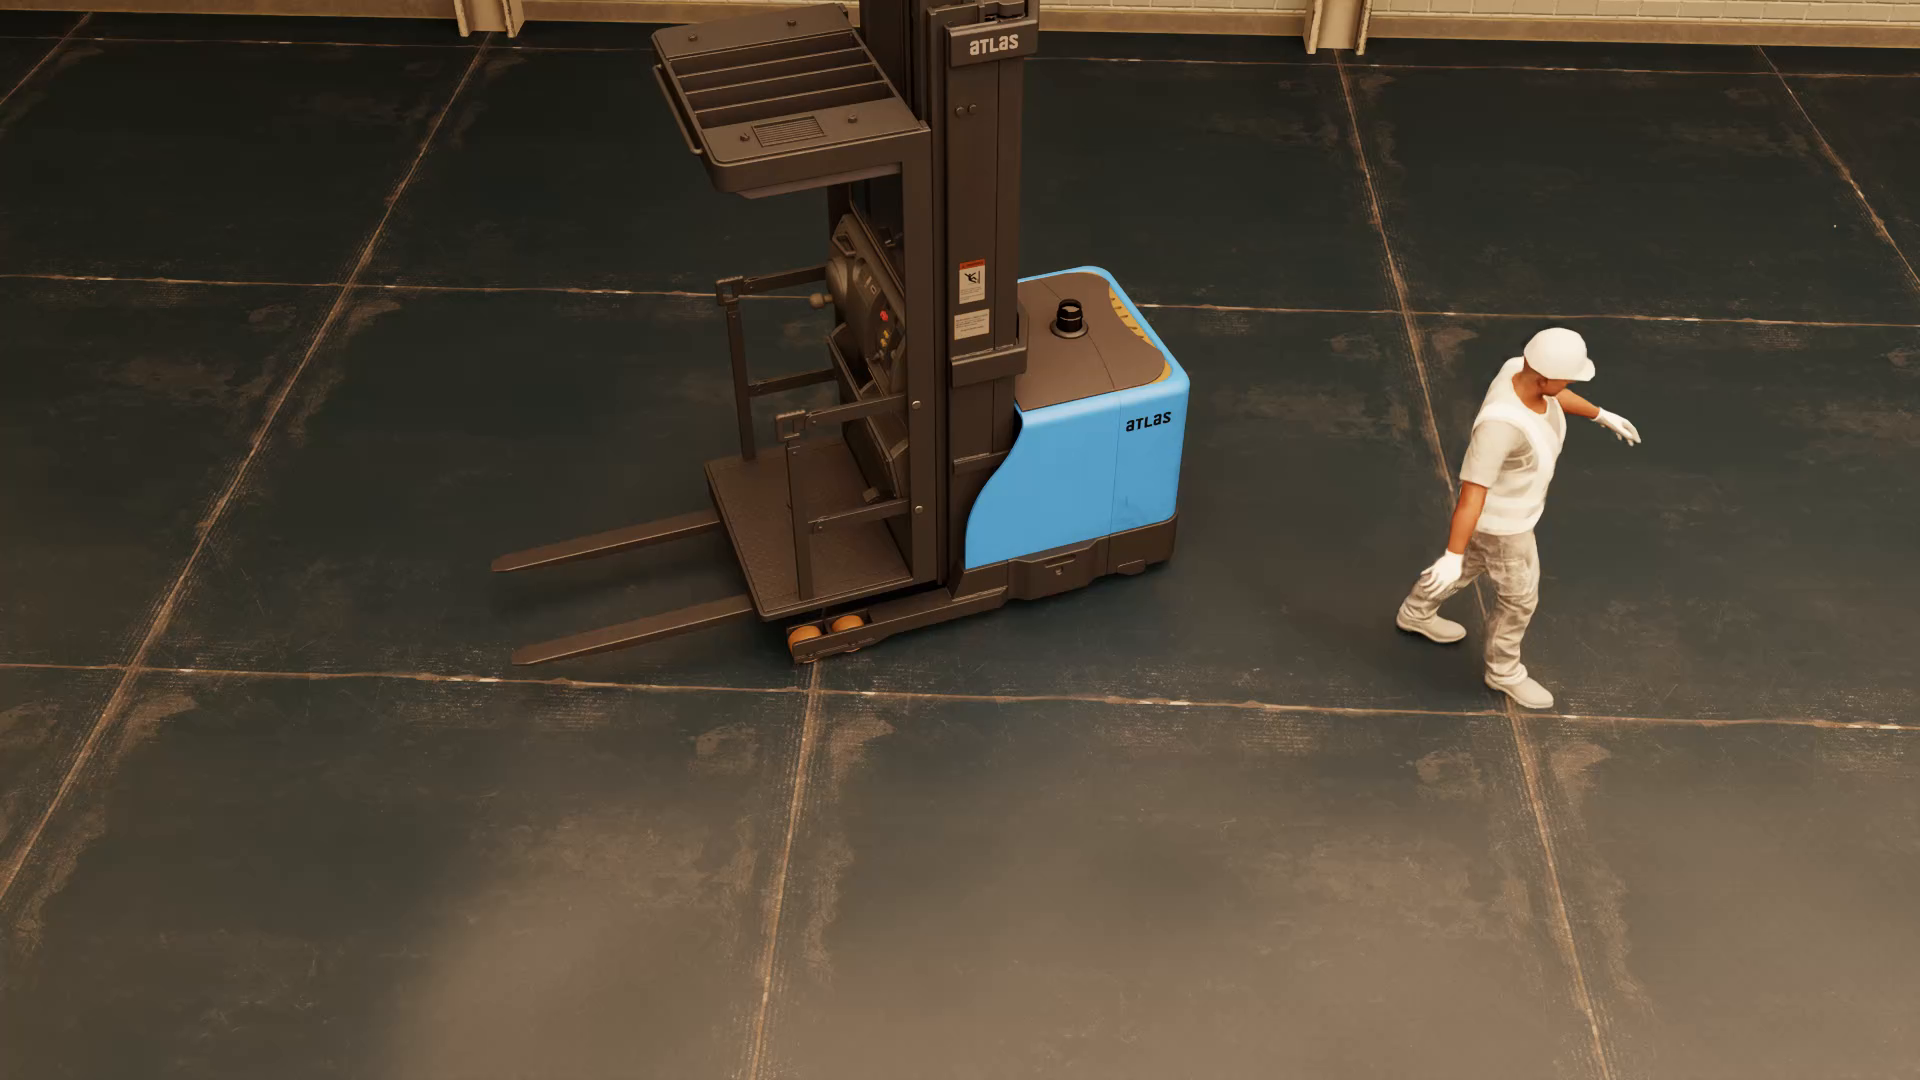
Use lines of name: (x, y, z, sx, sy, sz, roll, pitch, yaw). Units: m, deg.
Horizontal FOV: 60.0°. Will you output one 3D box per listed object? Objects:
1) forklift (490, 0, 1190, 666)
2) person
forklift: (-0.573, -0.945, 6.778, 3.031, 2.935, 1.130, -13, 44, -14)
person: (2.259, -0.092, 6.725, 0.754, 1.756, 1.020, 16, 45, 17)
